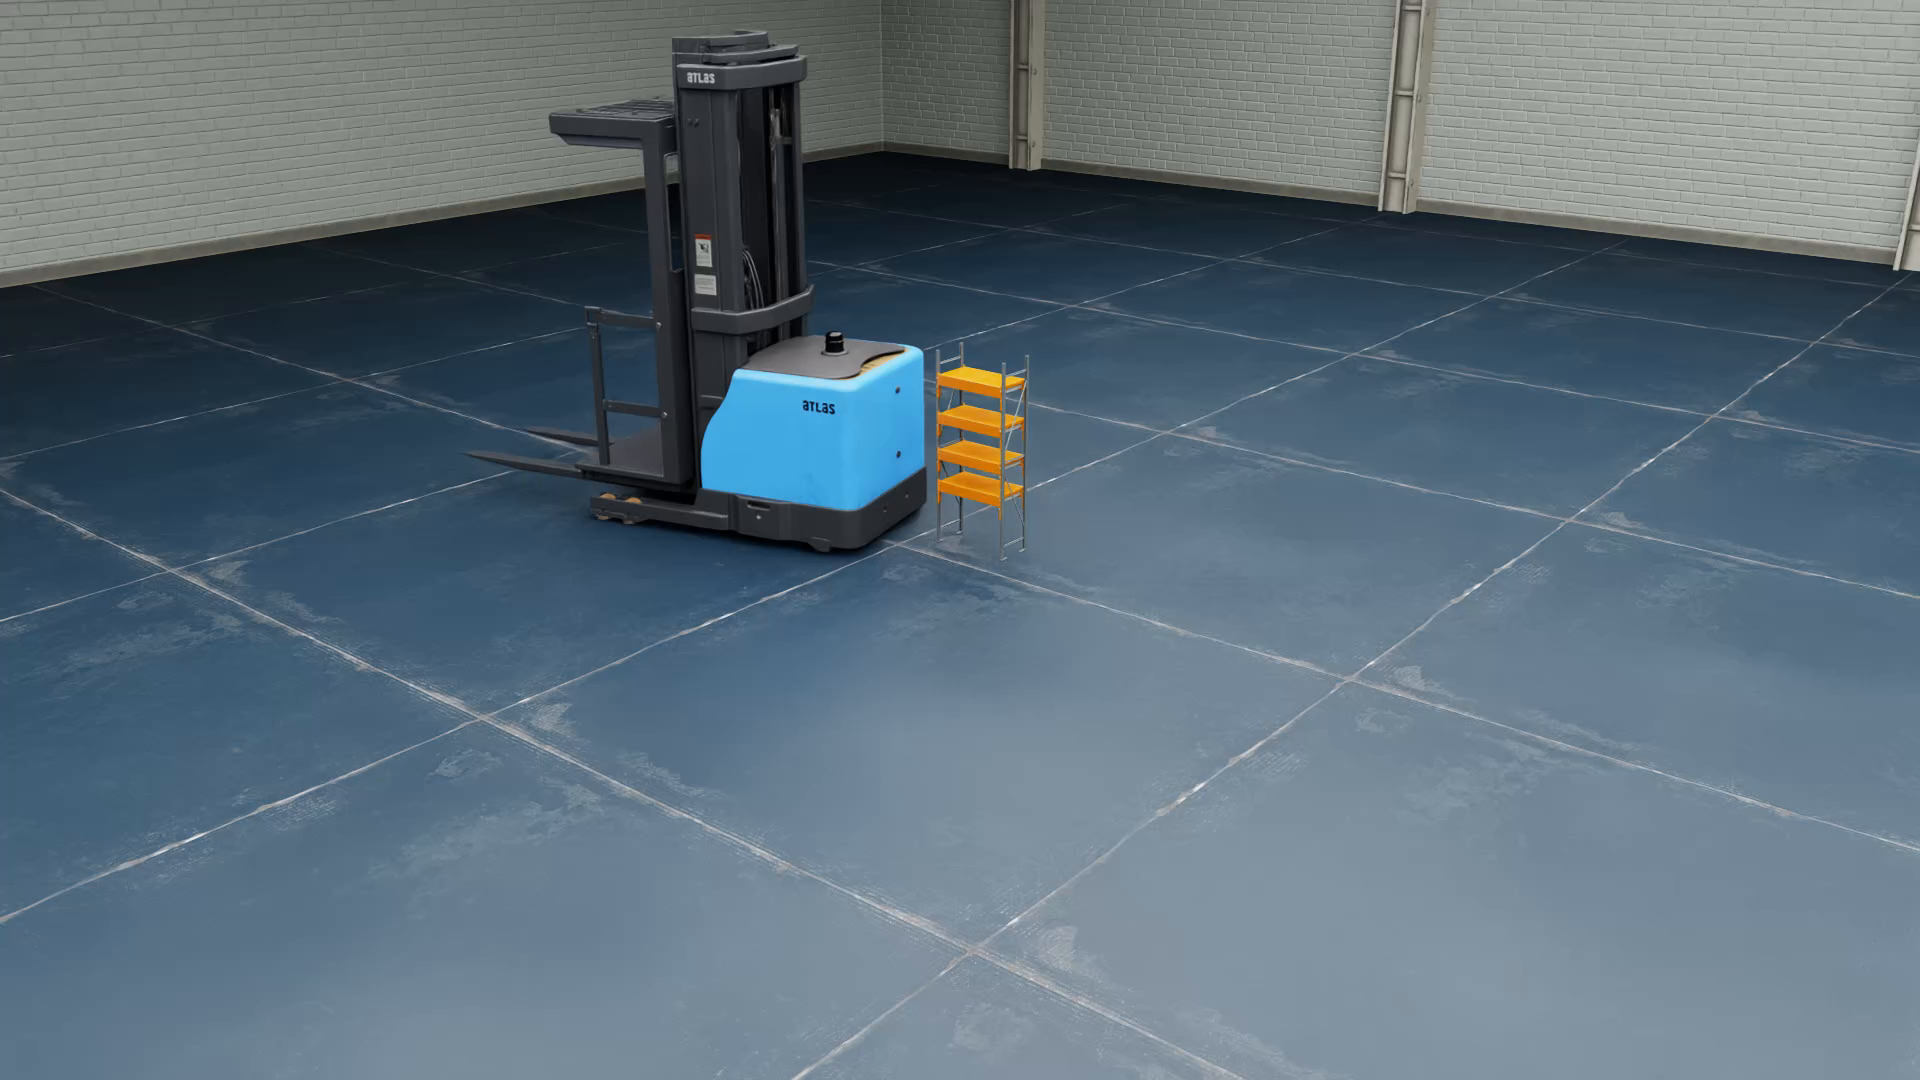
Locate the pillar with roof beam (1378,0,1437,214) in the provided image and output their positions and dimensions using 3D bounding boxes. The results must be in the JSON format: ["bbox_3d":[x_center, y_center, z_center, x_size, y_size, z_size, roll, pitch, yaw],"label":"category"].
[{"bbox_3d":[2.908,-7.278,16.715,0.400,9.000,9.100,16,26,36],"label":"pillar with roof beam"}]

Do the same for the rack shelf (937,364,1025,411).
[{"bbox_3d":[0.128,-0.892,9.720,0.480,0.148,0.258,16,26,36],"label":"rack shelf"}]

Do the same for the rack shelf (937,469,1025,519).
[{"bbox_3d":[0.128,-0.276,9.952,0.480,0.148,0.258,16,26,36],"label":"rack shelf"}]

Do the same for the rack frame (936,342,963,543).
[{"bbox_3d":[-0.061,-0.579,10.003,0.015,1.200,0.240,16,26,36],"label":"rack frame"}]

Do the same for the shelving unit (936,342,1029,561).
[{"bbox_3d":[0.128,-0.524,9.859,0.503,1.200,0.258,16,26,36],"label":"shelving unit"}]

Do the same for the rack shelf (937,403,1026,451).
[{"bbox_3d":[0.128,-0.671,9.803,0.480,0.148,0.258,16,26,36],"label":"rack shelf"}]

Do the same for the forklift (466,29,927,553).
[{"bbox_3d":[-1.773,-1.626,10.326,3.031,2.935,1.130,9,22,23],"label":"forklift"}]

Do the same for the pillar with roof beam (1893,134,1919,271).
[{"bbox_3d":[7.557,-5.939,13.165,0.400,9.000,9.100,16,26,36],"label":"pillar with roof beam"}]

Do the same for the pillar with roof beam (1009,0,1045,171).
[{"bbox_3d":[-1.740,-8.617,20.264,0.400,9.000,9.100,16,26,36],"label":"pillar with roof beam"}]

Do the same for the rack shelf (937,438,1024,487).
[{"bbox_3d":[0.128,-0.462,9.882,0.480,0.148,0.258,16,26,36],"label":"rack shelf"}]

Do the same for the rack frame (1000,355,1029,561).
[{"bbox_3d":[0.317,-0.470,9.714,0.015,1.200,0.240,16,26,36],"label":"rack frame"}]
